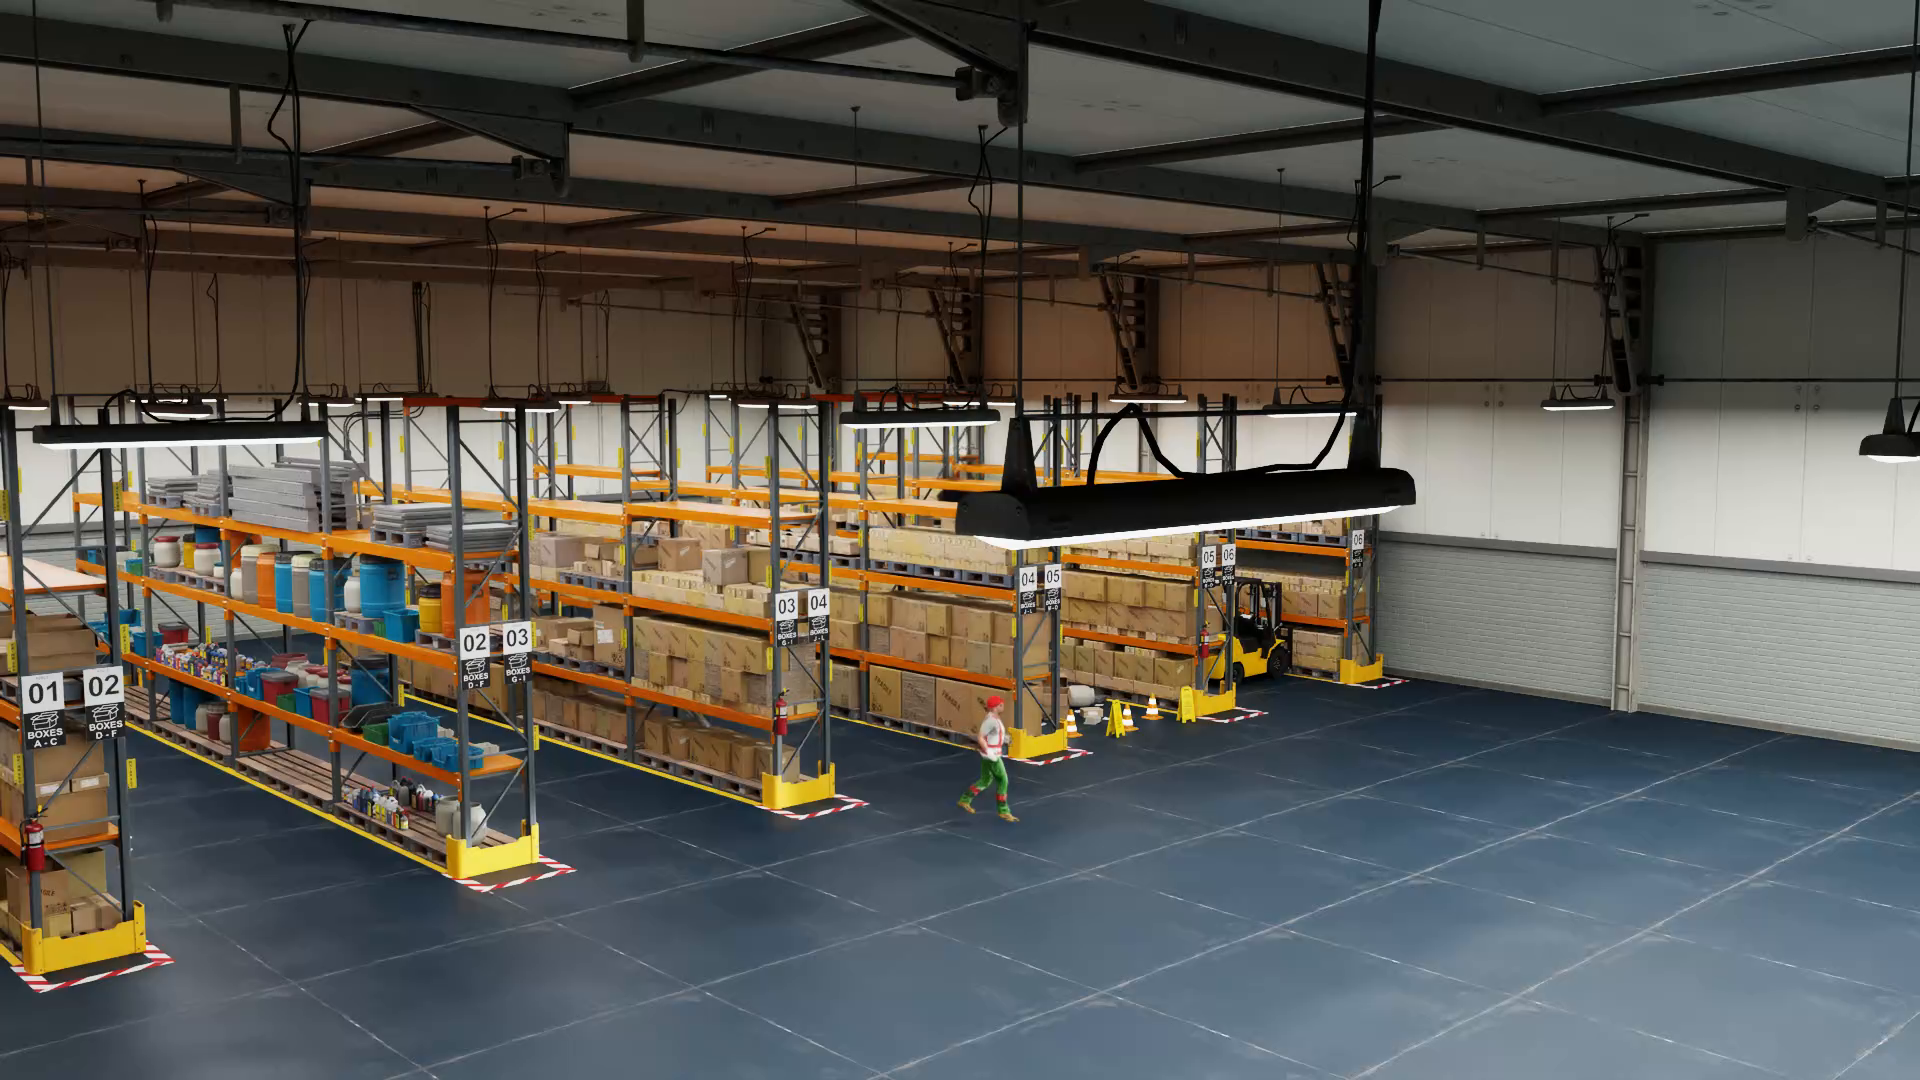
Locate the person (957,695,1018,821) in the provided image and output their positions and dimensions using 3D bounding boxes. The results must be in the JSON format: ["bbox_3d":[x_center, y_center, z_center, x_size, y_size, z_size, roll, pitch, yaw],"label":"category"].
[{"bbox_3d":[0.401,3.122,23.890,0.872,1.810,0.650,0,6,-3],"label":"person"}]

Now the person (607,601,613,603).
[{"bbox_3d":[-7.223,2.063,34.649,0.670,1.778,0.985,-5,8,-45],"label":"person"}]

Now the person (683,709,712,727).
[{"bbox_3d":[-4.832,2.504,30.501,0.944,1.733,0.664,5,7,41],"label":"person"}]
